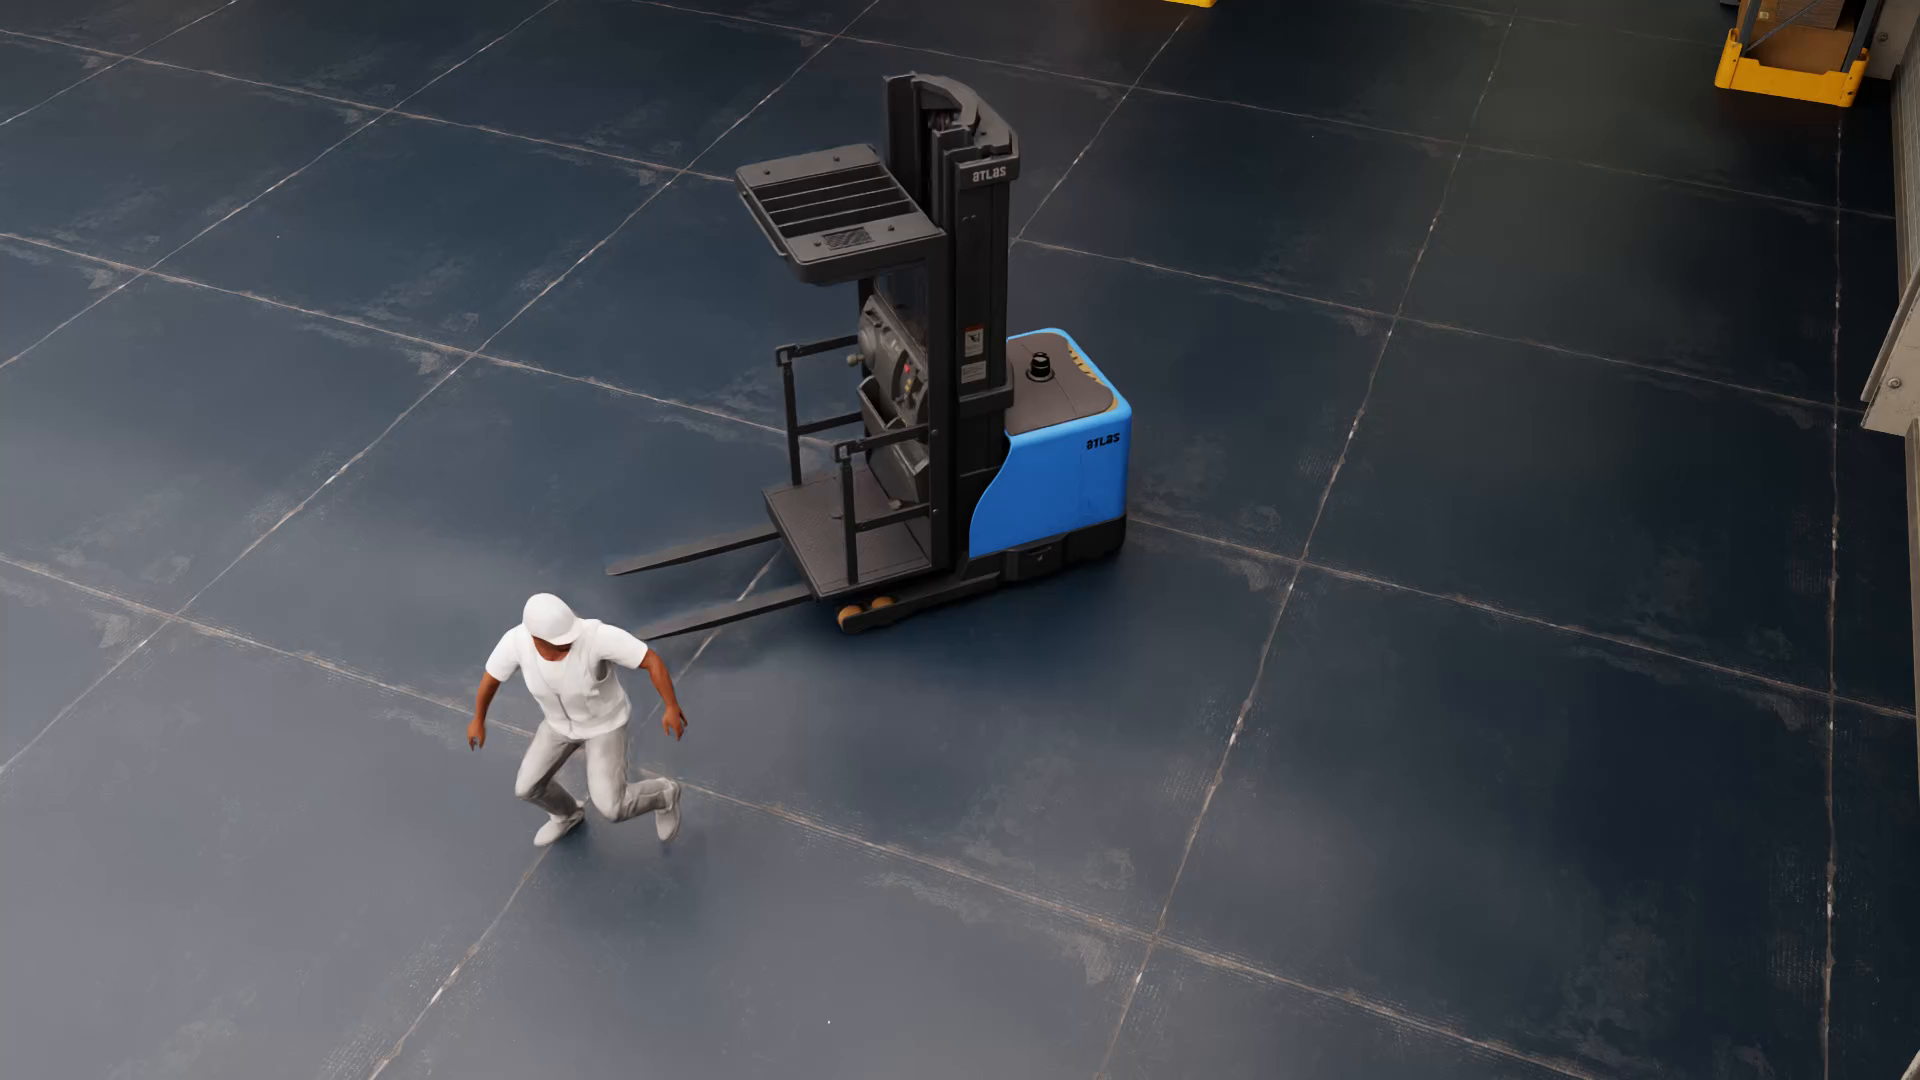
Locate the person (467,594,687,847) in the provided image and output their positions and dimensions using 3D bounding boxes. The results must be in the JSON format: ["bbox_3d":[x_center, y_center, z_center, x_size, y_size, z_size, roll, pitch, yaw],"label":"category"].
[{"bbox_3d":[-1.850,0.880,7.992,1.039,1.647,0.524,12,41,14],"label":"person"}]

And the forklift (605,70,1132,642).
[{"bbox_3d":[-0.560,-0.967,9.161,3.031,2.935,1.130,-15,42,-17],"label":"forklift"}]
